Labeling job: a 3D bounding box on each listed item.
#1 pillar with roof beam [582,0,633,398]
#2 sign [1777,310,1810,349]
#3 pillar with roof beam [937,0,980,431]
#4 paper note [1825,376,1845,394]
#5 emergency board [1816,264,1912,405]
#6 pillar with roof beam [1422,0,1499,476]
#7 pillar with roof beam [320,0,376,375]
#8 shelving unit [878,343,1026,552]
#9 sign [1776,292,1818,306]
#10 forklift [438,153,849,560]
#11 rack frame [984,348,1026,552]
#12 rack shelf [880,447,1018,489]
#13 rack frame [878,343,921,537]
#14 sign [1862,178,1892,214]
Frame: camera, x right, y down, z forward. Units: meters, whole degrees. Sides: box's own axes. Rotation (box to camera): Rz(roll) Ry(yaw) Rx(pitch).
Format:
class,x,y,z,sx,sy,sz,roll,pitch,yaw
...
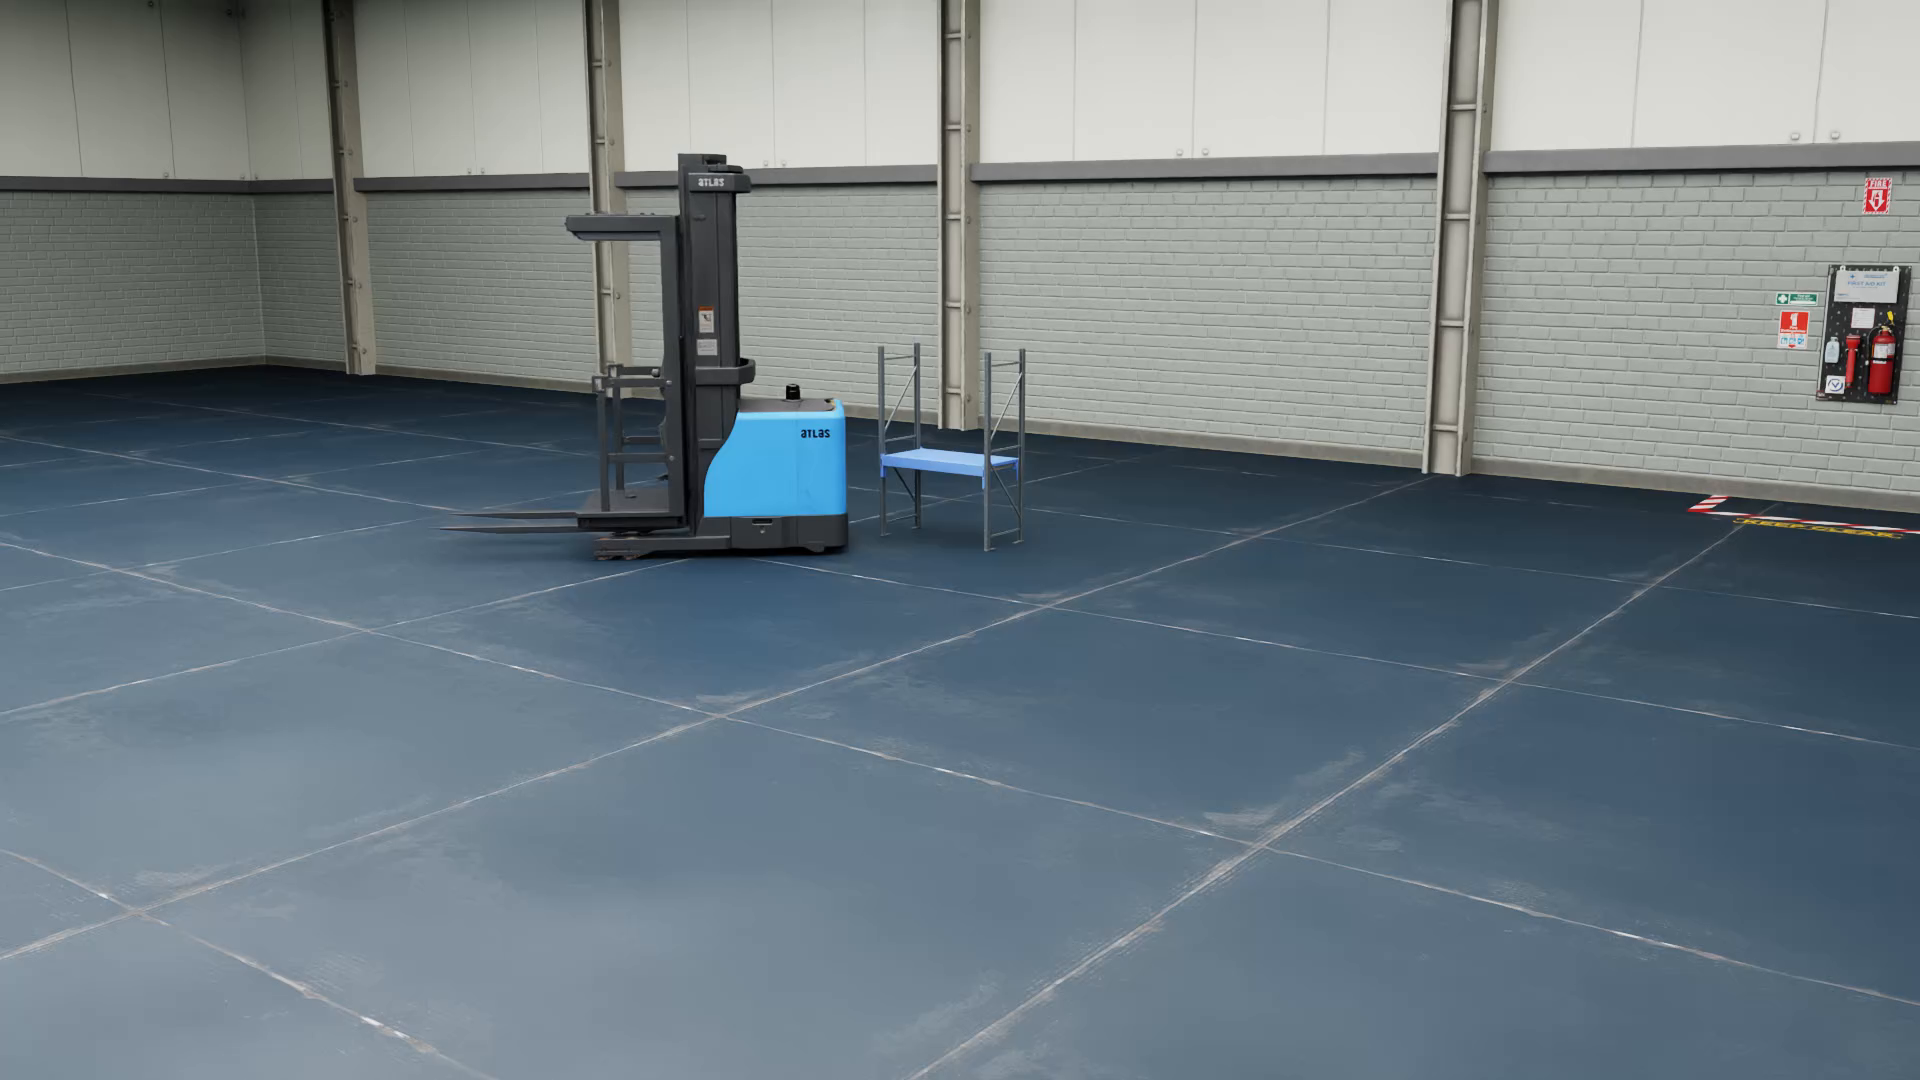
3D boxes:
class,x,y,z,sx,sy,sz,roll,pitch,yaw
pillar with roof beam,-7.400,-5.775,19.187,0.400,9.000,9.100,8,13,36
sign,7.303,-1.844,14.569,0.234,0.329,0.001,8,13,36
pillar with roof beam,-2.564,-5.100,15.700,0.400,9.000,9.100,8,13,36
paper note,7.585,-1.346,14.411,0.142,0.148,0.016,8,13,36
emergency board,7.687,-1.748,14.169,0.643,1.169,0.194,8,13,36
pillar with roof beam,2.272,-4.426,12.213,0.400,9.000,9.100,8,13,36
pillar with roof beam,-12.236,-6.449,22.674,0.400,9.000,9.100,8,13,36
shelving unit,-0.069,-0.746,12.937,1.048,1.500,0.538,8,13,36
sign,7.301,-2.102,14.509,0.331,0.109,0.001,8,13,36
forklift,-2.386,-1.395,12.525,3.031,2.935,1.130,-1,11,-5
rack frame,0.341,-0.689,12.641,0.032,1.500,0.500,8,13,36
rack shelf,-0.069,-0.569,12.971,1.000,0.185,0.538,8,13,36
rack frame,-0.478,-0.803,13.232,0.032,1.500,0.500,8,13,36
sign,7.740,-2.903,14.033,0.199,0.298,0.001,8,13,36
